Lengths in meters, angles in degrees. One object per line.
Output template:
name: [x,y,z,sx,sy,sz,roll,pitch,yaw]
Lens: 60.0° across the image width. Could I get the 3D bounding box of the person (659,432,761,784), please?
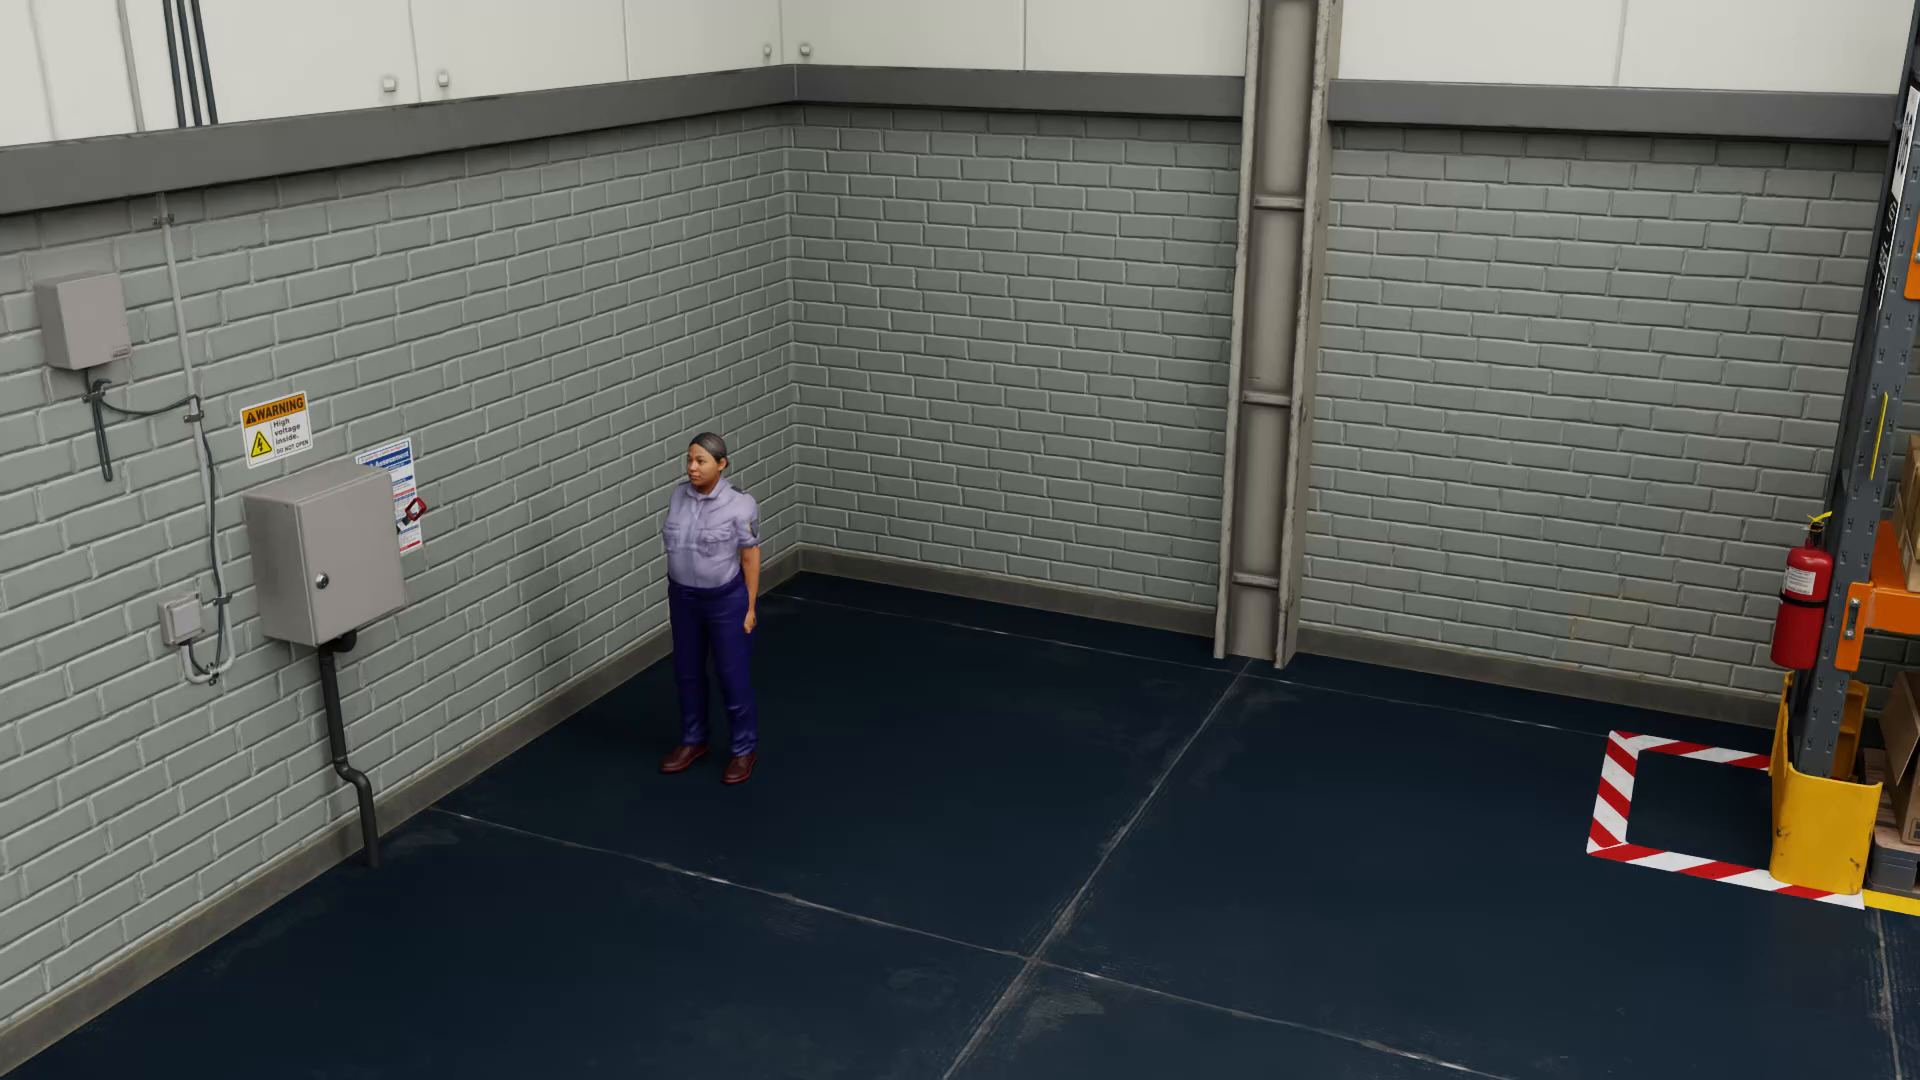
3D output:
person: [-1.163,0.303,7.717,0.487,1.651,0.361,7,20,19]
